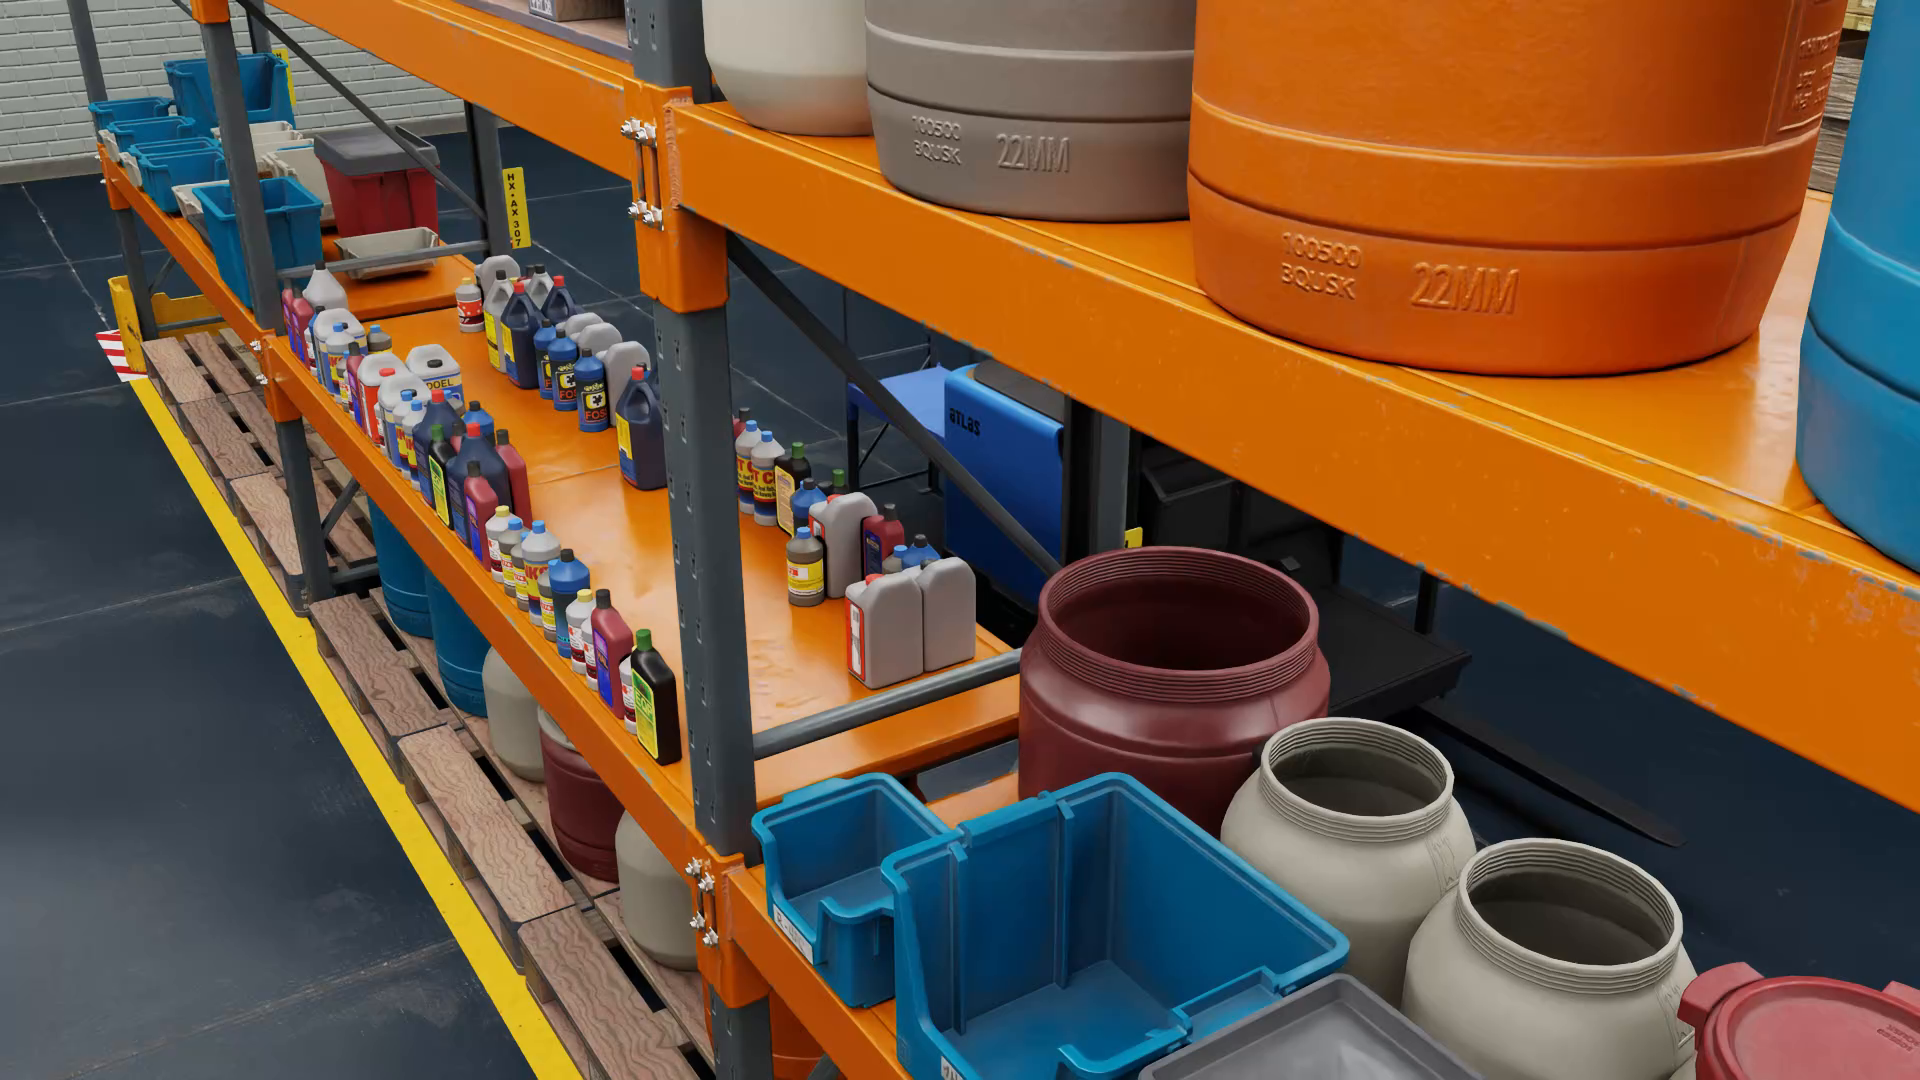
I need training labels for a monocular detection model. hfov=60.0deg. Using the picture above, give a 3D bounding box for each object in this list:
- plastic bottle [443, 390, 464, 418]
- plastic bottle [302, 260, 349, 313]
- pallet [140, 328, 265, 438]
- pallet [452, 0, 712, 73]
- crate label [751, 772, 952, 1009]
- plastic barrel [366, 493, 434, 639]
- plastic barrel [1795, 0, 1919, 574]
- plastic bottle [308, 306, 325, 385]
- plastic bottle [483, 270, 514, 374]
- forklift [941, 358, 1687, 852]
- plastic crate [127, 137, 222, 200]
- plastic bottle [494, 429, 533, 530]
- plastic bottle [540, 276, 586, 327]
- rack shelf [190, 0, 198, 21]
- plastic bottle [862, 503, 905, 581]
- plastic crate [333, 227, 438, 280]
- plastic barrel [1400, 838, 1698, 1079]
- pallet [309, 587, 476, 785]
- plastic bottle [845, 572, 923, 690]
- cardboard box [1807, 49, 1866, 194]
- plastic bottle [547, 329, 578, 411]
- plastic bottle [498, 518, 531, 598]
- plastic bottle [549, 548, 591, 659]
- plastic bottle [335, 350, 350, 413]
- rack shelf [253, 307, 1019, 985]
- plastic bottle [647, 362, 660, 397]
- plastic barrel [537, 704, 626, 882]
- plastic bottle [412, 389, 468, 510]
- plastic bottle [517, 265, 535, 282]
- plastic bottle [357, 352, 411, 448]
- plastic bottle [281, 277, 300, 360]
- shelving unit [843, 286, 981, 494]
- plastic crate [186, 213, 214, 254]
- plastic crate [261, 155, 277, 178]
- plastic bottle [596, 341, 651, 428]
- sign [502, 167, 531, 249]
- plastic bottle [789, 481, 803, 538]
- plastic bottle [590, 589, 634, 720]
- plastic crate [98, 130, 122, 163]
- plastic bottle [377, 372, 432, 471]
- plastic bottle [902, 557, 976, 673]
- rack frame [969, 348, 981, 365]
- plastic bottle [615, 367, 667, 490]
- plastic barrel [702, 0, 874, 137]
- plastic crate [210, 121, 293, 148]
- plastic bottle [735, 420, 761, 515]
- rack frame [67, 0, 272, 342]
[{"bbox_3d":[-1.615,-0.374,5.261,0.097,0.201,0.097,0,25,0],"label":"plastic bottle"},{"bbox_3d":[-2.332,-0.858,6.113,0.144,0.351,0.185,-16,29,-30],"label":"plastic bottle"},{"bbox_3d":[-4.040,-0.962,9.541,1.003,0.211,1.213,-16,29,-30],"label":"pallet"},{"bbox_3d":[-0.427,-1.233,3.556,1.003,0.211,1.213,-16,29,-30],"label":"pallet"},{"bbox_3d":[-0.175,0.648,3.060,0.303,0.233,0.416,-16,29,-30],"label":"crate label"},{"bbox_3d":[-1.992,-0.139,6.497,0.600,0.901,0.708,-16,29,-30],"label":"plastic barrel"},{"bbox_3d":[0.919,-0.418,1.020,0.600,0.901,0.708,-16,29,-30],"label":"plastic barrel"},{"bbox_3d":[-2.228,-0.688,5.845,0.097,0.271,0.097,0,25,0],"label":"plastic bottle"},{"bbox_3d":[-1.619,-0.788,5.964,0.144,0.351,0.185,-16,29,-30],"label":"plastic bottle"},{"bbox_3d":[1.162,-0.633,5.658,1.130,2.935,3.031,-16,30,-30],"label":"forklift"},{"bbox_3d":[-3.880,-1.843,8.266,0.416,0.233,0.300,-16,29,-30],"label":"plastic crate"},{"bbox_3d":[-1.273,-0.167,4.727,0.061,0.283,0.133,-16,29,-30],"label":"plastic bottle"},{"bbox_3d":[-1.398,-0.756,5.895,0.144,0.351,0.185,-16,29,-30],"label":"plastic bottle"},{"bbox_3d":[-3.366,-2.843,7.588,1.077,0.370,4.000,-16,29,-30],"label":"rack shelf"},{"bbox_3d":[-0.198,0.029,4.313,0.061,0.283,0.133,-16,29,-30],"label":"plastic bottle"},{"bbox_3d":[-2.409,-1.204,7.026,0.396,0.136,0.243,-16,29,-30],"label":"plastic crate"},{"bbox_3d":[0.880,0.752,2.512,0.421,0.512,0.421,0,25,0],"label":"plastic barrel"},{"bbox_3d":[-1.888,0.450,6.549,1.003,0.211,1.213,-16,29,-30],"label":"pallet"},{"bbox_3d":[-0.184,0.196,3.967,0.152,0.276,0.135,-16,29,-30],"label":"plastic bottle"},{"bbox_3d":[3.673,-1.584,6.300,0.797,0.503,0.637,-14,29,-28],"label":"cardboard box"},{"bbox_3d":[-1.335,-0.578,5.611,0.097,0.271,0.097,0,25,0],"label":"plastic bottle"},{"bbox_3d":[-1.162,0.042,4.381,0.097,0.201,0.097,0,25,0],"label":"plastic bottle"},{"bbox_3d":[-0.949,0.149,4.071,0.097,0.271,0.097,0,25,0],"label":"plastic bottle"},{"bbox_3d":[-2.048,-0.539,5.611,0.097,0.201,0.097,0,25,0],"label":"plastic bottle"},{"bbox_3d":[-1.183,-0.056,5.198,1.077,0.370,4.000,-16,29,-30],"label":"rack shelf"},{"bbox_3d":[-0.897,-0.428,5.200,0.144,0.351,0.185,-16,29,-30],"label":"plastic bottle"},{"bbox_3d":[-0.989,0.660,5.172,0.600,0.588,0.708,-16,29,-30],"label":"plastic barrel"},{"bbox_3d":[-1.519,-0.278,4.883,0.144,0.351,0.185,-16,29,-30],"label":"plastic bottle"},{"bbox_3d":[-1.624,-0.906,6.292,0.061,0.283,0.133,-16,29,-30],"label":"plastic bottle"},{"bbox_3d":[-1.836,-0.455,5.345,0.152,0.276,0.135,-16,29,-30],"label":"plastic bottle"},{"bbox_3d":[-2.432,-0.813,6.096,0.061,0.283,0.133,-16,29,-30],"label":"plastic bottle"},{"bbox_3d":[-0.035,-0.699,7.473,0.538,1.500,1.048,-16,30,-30],"label":"shelving unit"},{"bbox_3d":[-3.111,-1.337,7.321,0.437,0.125,0.590,-16,29,-30],"label":"plastic crate"},{"bbox_3d":[-3.366,-1.883,8.464,0.298,0.136,0.250,-16,29,-30],"label":"plastic crate"},{"bbox_3d":[-1.114,-0.533,5.510,0.152,0.276,0.135,-16,29,-30],"label":"plastic bottle"},{"bbox_3d":[-1.813,-1.349,6.770,0.100,0.325,0.005,-16,29,-30],"label":"sign"},{"bbox_3d":[-0.422,-0.067,4.611,0.097,0.201,0.097,0,25,0],"label":"plastic bottle"},{"bbox_3d":[-0.795,0.259,3.824,0.061,0.283,0.133,-16,29,-30],"label":"plastic bottle"},{"bbox_3d":[-4.493,-2.136,9.000,0.250,0.136,0.298,-16,29,-30],"label":"plastic crate"},{"bbox_3d":[-1.709,-0.372,5.170,0.152,0.276,0.135,-16,29,-30],"label":"plastic bottle"},{"bbox_3d":[-0.056,0.160,4.043,0.152,0.276,0.135,-16,29,-30],"label":"plastic bottle"},{"bbox_3d":[0.250,-0.519,7.092,0.500,1.500,0.032,-16,30,-30],"label":"rack frame"},{"bbox_3d":[-0.951,-0.344,5.023,0.144,0.351,0.185,-16,29,-30],"label":"plastic bottle"},{"bbox_3d":[-0.178,-0.890,2.478,0.421,0.512,0.421,0,25,0],"label":"plastic barrel"},{"bbox_3d":[-3.861,-2.186,9.105,0.396,0.136,0.243,-16,29,-30],"label":"plastic crate"},{"bbox_3d":[-0.601,-0.216,4.845,0.097,0.271,0.097,0,25,0],"label":"plastic bottle"},{"bbox_3d":[-4.458,-2.527,9.590,1.000,3.000,0.127,-16,29,-30],"label":"rack frame"}]
